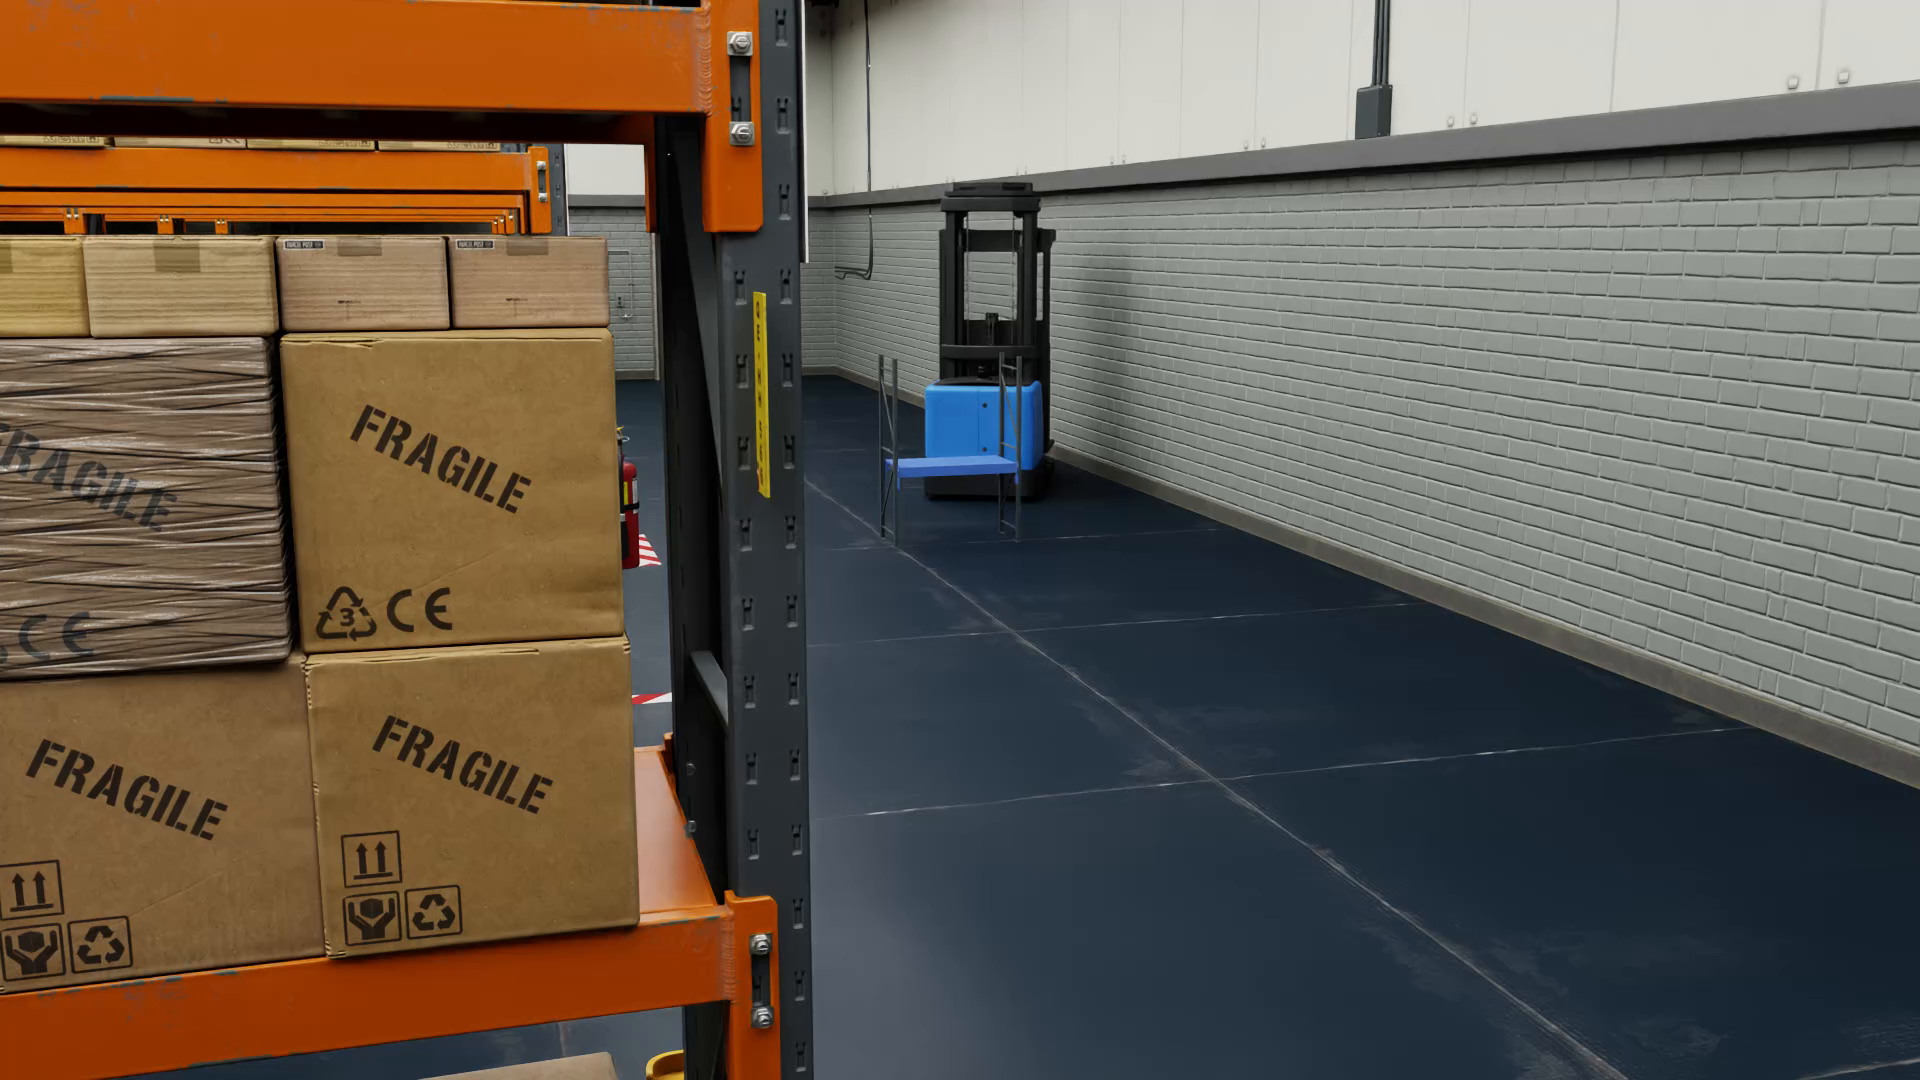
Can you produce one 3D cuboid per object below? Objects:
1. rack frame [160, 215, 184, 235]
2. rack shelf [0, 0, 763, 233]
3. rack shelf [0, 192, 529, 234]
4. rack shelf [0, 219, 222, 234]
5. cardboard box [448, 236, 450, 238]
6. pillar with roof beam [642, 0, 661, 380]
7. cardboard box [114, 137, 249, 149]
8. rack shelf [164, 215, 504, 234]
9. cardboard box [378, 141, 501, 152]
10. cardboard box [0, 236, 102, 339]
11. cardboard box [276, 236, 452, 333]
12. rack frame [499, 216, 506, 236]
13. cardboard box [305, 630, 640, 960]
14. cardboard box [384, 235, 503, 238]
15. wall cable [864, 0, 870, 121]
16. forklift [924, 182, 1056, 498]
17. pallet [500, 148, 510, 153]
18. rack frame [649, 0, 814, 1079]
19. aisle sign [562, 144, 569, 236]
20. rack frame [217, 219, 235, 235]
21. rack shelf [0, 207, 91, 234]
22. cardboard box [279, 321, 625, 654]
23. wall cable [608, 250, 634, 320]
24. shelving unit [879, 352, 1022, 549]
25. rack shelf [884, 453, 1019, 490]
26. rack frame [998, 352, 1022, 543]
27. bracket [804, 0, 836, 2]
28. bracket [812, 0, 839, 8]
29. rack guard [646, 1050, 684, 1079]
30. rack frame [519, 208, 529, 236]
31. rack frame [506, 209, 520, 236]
[{"bbox_3d":[-9.835,-2.886,20.940,0.127,3.000,1.000,-3,11,-16],"label":"rack frame"},{"bbox_3d":[-2.379,-0.664,2.570,4.000,0.370,1.077,-3,11,-16],"label":"rack shelf"},{"bbox_3d":[-5.149,-2.387,11.928,4.000,0.370,1.077,-3,11,-16],"label":"rack shelf"},{"bbox_3d":[-13.143,-4.767,24.860,4.000,0.370,1.077,-3,11,-16],"label":"rack shelf"},{"bbox_3d":[-1.109,-0.508,3.192,0.250,0.149,0.380,-3,11,-15],"label":"cardboard box"},{"bbox_3d":[-3.828,-6.439,23.667,0.548,9.000,9.100,-3,11,-16],"label":"pillar with roof beam"},{"bbox_3d":[-3.270,-1.782,7.069,0.500,0.250,0.500,-3,11,-13],"label":"cardboard box"},{"bbox_3d":[-7.915,-4.109,21.283,4.000,0.370,1.077,-3,11,-16],"label":"rack shelf"},{"bbox_3d":[-2.302,-1.832,7.340,0.500,0.250,0.500,-3,11,-17],"label":"cardboard box"},{"bbox_3d":[-1.462,-0.400,2.607,0.250,0.149,0.380,-3,11,-15],"label":"cardboard box"},{"bbox_3d":[-0.985,-0.434,2.788,0.250,0.149,0.380,-3,11,-15],"label":"cardboard box"},{"bbox_3d":[-5.994,-3.089,22.039,0.127,3.000,1.000,-3,11,-16],"label":"rack frame"},{"bbox_3d":[-0.848,0.378,2.935,0.500,0.500,0.500,-3,11,-16],"label":"cardboard box"},{"bbox_3d":[-2.309,-1.120,7.485,0.500,0.500,0.500,-3,11,-17],"label":"cardboard box"},{"bbox_3d":[-1.096,-7.611,24.659,0.112,2.526,3.097,-3,11,-16],"label":"wall cable"},{"bbox_3d":[0.373,-2.057,16.627,1.130,2.935,3.031,1,11,8],"label":"forklift"},{"bbox_3d":[-3.938,-2.759,12.207,1.213,0.211,1.003,-3,11,-16],"label":"pallet"},{"bbox_3d":[-0.458,0.357,3.323,0.053,2.616,0.949,-3,11,-16],"label":"rack frame"},{"bbox_3d":[-1.786,-1.729,7.474,0.004,0.787,0.394,-3,11,-16],"label":"aisle sign"},{"bbox_3d":[-11.223,-3.747,25.616,0.127,3.000,1.000,-3,11,-16],"label":"rack frame"},{"bbox_3d":[-10.374,-3.045,15.505,4.000,0.370,1.077,-3,11,-16],"label":"rack shelf"},{"bbox_3d":[-0.855,-0.119,2.869,0.500,0.500,0.500,-3,11,-14],"label":"cardboard box"},{"bbox_3d":[-6.417,-4.679,27.869,1.851,1.984,0.084,-3,11,-16],"label":"wall cable"},{"bbox_3d":[-0.082,-0.733,13.387,1.048,1.500,0.538,-3,11,-16],"label":"shelving unit"},{"bbox_3d":[-0.082,-0.556,13.420,1.000,0.185,0.538,-3,11,-16],"label":"rack shelf"},{"bbox_3d":[0.406,-0.759,13.527,0.032,1.500,0.500,-3,11,-16],"label":"rack frame"},{"bbox_3d":[-2.826,-9.007,27.674,3.189,0.066,0.076,-3,11,-16],"label":"bracket"},{"bbox_3d":[-2.259,-9.037,27.836,0.430,0.232,0.235,-3,11,-16],"label":"bracket"},{"bbox_3d":[-0.436,1.584,3.559,0.348,0.500,1.175,-3,11,-16],"label":"rack guard"},{"bbox_3d":[-3.229,-1.366,12.684,0.127,3.000,1.000,-3,11,-16],"label":"rack frame"},{"bbox_3d":[-4.613,-2.227,17.361,0.127,3.000,1.000,-3,11,-16],"label":"rack frame"}]
